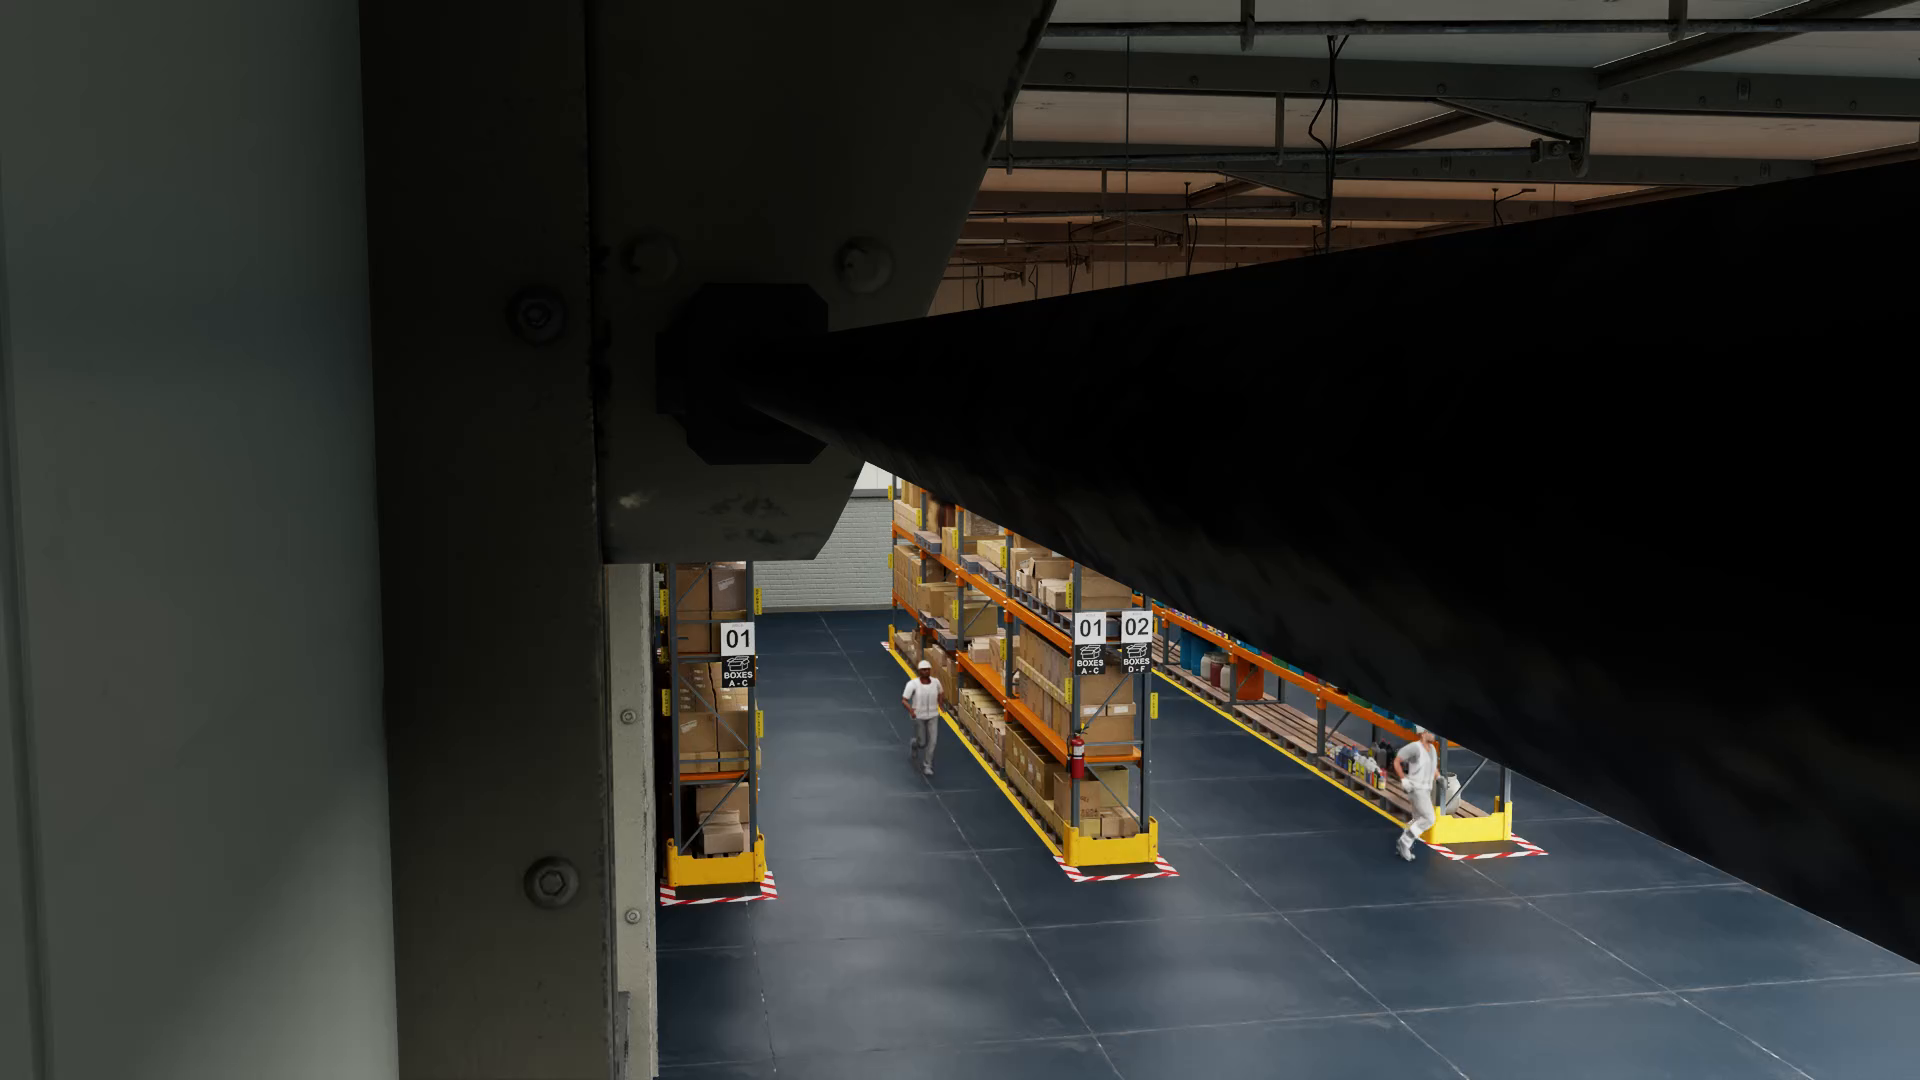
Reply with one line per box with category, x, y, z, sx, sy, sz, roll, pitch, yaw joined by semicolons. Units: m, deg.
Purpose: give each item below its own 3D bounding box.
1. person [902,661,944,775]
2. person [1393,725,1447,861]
person;-0.526;2.715;25.548;0.700;1.739;0.750;-2;7;-19
person;5.888;3.177;21.128;0.584;1.730;0.701;6;8;42
